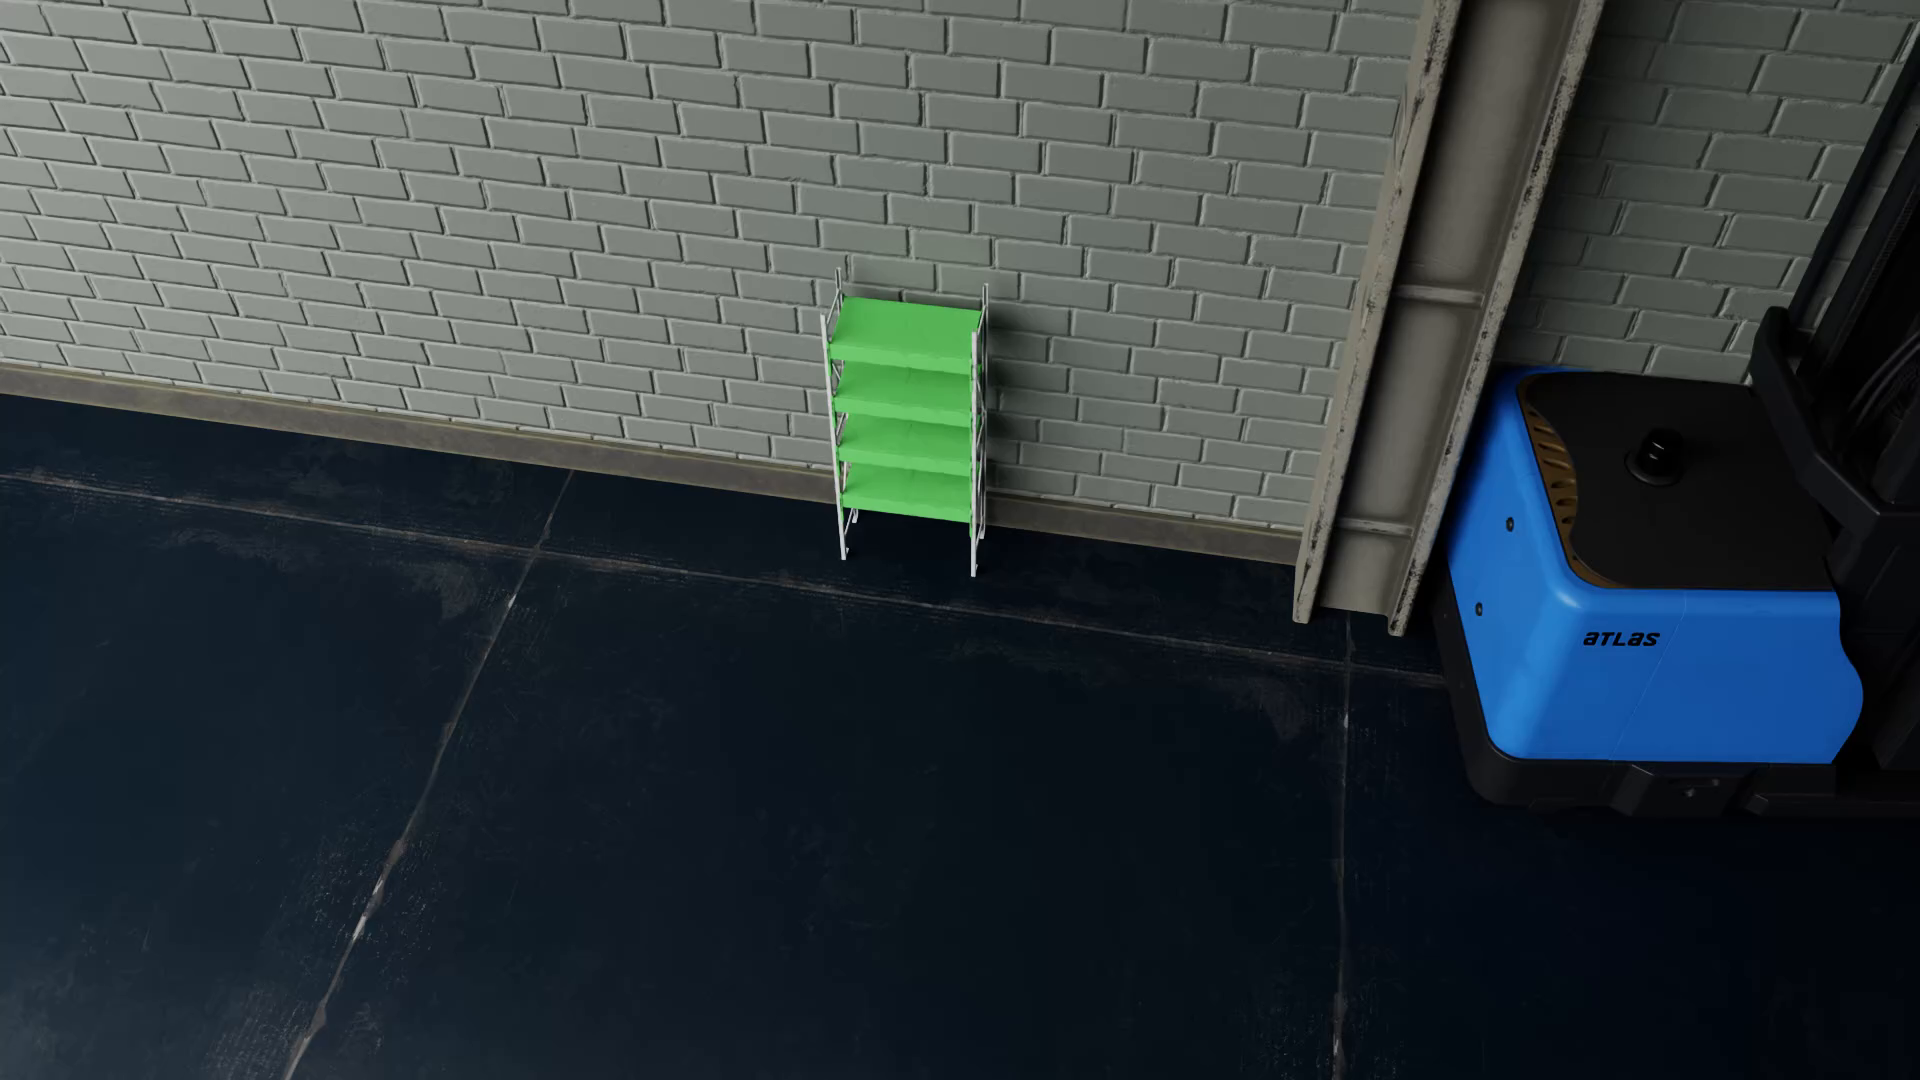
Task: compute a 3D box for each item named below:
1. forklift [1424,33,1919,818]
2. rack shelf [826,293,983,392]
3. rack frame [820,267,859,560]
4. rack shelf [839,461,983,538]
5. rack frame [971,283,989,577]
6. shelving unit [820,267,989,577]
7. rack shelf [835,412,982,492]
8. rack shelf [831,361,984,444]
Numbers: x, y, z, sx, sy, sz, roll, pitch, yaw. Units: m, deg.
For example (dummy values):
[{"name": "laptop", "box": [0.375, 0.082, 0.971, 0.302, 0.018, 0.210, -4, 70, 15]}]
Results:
[{"name": "forklift", "box": [3.186, -0.446, 4.680, 3.031, 2.935, 1.130, 1, 48, 1]}, {"name": "rack shelf", "box": [-0.175, -0.650, 5.465, 0.480, 0.148, 0.258, 7, 50, 6]}, {"name": "rack frame", "box": [-0.414, -0.408, 5.807, 0.015, 1.200, 0.240, 7, 50, 6]}, {"name": "rack shelf", "box": [-0.172, -0.179, 6.009, 0.480, 0.148, 0.258, 7, 50, 6]}, {"name": "rack frame", "box": [0.067, -0.347, 5.752, 0.015, 1.200, 0.240, 7, 50, 6]}, {"name": "shelving unit", "box": [-0.173, -0.378, 5.779, 0.503, 1.200, 0.258, 7, 50, 6]}, {"name": "rack shelf", "box": [-0.173, -0.336, 5.828, 0.480, 0.148, 0.258, 7, 50, 6]}, {"name": "rack shelf", "box": [-0.174, -0.493, 5.646, 0.480, 0.148, 0.258, 7, 50, 6]}]
